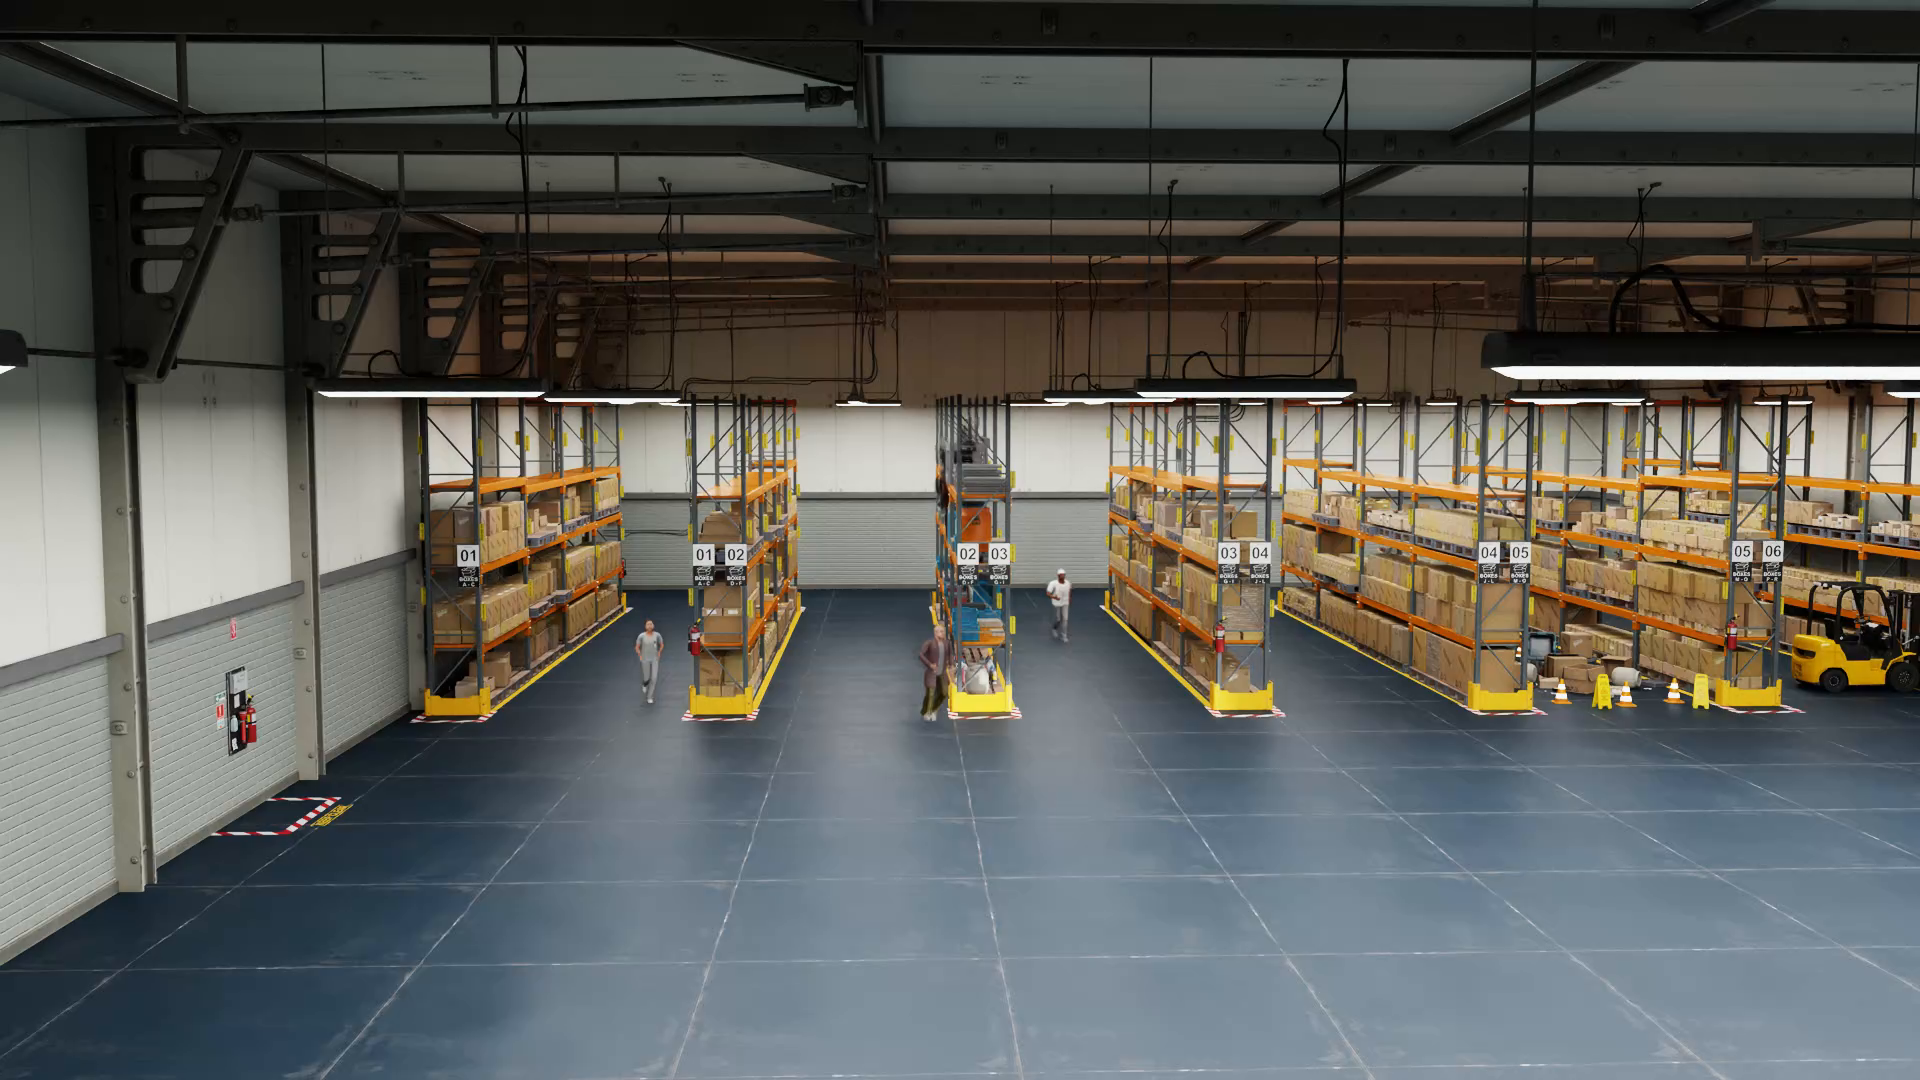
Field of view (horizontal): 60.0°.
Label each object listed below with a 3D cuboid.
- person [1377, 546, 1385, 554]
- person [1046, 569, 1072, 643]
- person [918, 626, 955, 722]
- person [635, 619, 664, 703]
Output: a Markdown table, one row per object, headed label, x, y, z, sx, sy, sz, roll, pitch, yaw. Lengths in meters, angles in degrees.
| label | x | y | z | sx | sy | sz | roll | pitch | yaw |
| --- | --- | --- | --- | --- | --- | --- | --- | --- | --- |
| person | 12.433 | 1.020 | 49.275 | 0.668 | 1.676 | 0.556 | 0 | 5 | -3 |
| person | 2.471 | 1.607 | 41.068 | 0.693 | 1.773 | 0.885 | -1 | 5 | -12 |
| person | -0.393 | 2.456 | 30.523 | 0.772 | 1.749 | 0.595 | -2 | 5 | -28 |
| person | -6.063 | 2.352 | 32.538 | 0.563 | 1.628 | 0.677 | -1 | 5 | -17 |
